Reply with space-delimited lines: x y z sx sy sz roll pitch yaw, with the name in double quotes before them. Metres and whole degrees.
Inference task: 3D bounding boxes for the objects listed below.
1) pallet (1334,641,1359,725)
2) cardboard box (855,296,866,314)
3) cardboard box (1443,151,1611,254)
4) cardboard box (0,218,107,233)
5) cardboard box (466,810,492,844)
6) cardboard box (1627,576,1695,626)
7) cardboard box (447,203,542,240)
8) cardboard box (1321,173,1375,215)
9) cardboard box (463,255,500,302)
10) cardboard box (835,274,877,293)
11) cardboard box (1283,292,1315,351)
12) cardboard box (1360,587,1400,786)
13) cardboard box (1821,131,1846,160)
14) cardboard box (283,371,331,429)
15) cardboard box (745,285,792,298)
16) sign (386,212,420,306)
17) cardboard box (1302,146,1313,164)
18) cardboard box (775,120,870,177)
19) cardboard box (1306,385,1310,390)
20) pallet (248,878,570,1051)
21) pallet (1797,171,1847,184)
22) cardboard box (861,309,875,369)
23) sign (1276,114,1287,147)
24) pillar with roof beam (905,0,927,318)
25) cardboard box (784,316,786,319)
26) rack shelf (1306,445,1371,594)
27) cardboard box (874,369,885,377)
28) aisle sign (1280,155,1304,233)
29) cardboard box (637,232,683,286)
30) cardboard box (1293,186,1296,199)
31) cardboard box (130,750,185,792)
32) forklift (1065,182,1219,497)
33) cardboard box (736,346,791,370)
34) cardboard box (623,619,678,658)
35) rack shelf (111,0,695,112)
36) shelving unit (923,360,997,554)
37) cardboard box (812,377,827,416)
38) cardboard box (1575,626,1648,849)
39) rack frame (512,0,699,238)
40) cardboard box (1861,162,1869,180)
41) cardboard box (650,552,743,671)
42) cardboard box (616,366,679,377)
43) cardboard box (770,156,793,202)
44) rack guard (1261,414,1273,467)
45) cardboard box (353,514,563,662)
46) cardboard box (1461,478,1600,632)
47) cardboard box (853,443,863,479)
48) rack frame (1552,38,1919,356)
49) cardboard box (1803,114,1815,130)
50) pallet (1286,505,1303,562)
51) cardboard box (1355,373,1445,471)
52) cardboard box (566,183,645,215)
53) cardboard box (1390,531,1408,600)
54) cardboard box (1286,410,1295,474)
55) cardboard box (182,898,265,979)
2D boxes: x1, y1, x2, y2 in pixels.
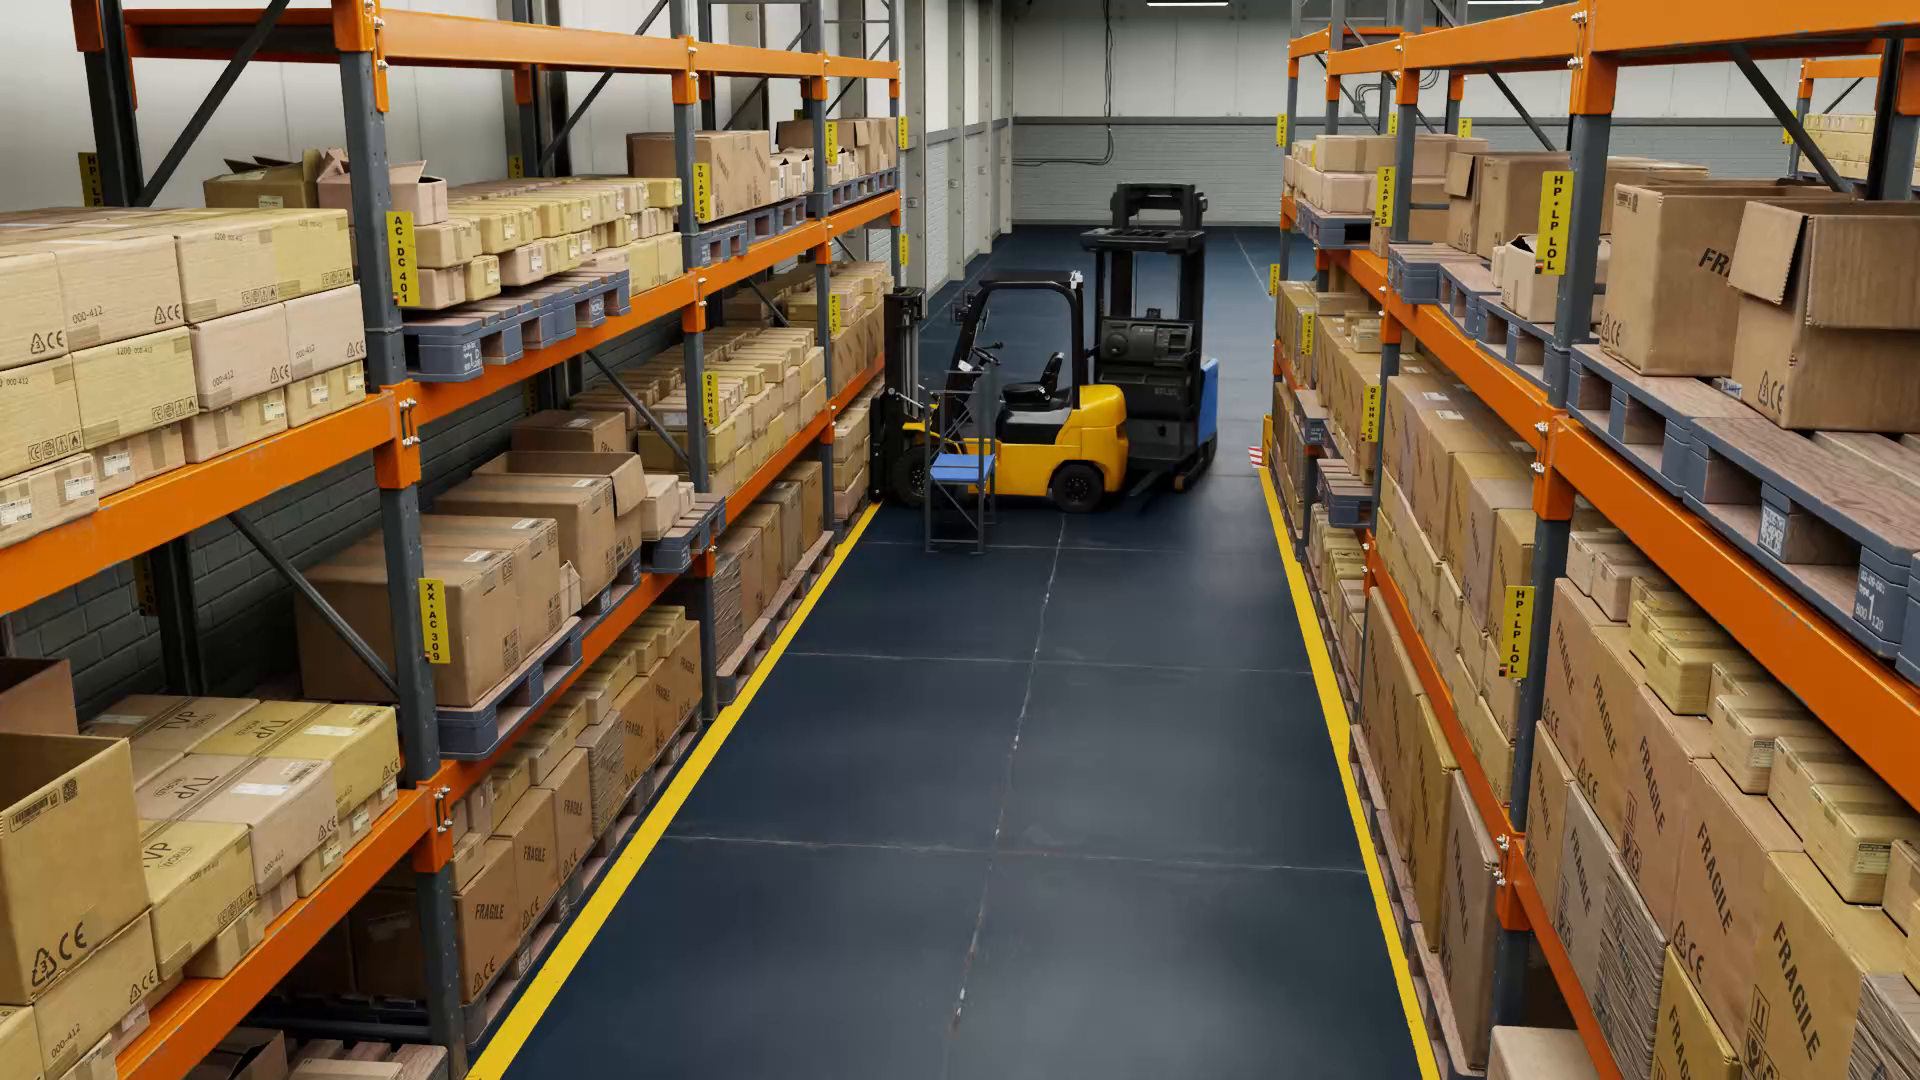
"pallet" 2.987 0.955 10.725 1.003 0.211 1.213 2 15 6
"cardboard box" -1.092 -2.208 15.646 0.380 0.149 0.250 1 15 5
"cardboard box" 3.005 -1.787 8.774 0.797 0.503 0.637 1 15 3
"cardboard box" -2.868 -0.802 4.894 0.500 0.250 0.500 1 15 5
"cardboard box" -2.227 1.235 7.088 0.380 0.149 0.250 1 15 5
"cardboard box" 2.152 0.214 4.775 0.380 0.149 0.250 2 15 6
"cardboard box" -2.014 -1.353 7.089 0.380 0.149 0.250 2 15 7
"cardboard box" 2.793 -2.401 11.533 0.500 0.250 0.500 2 15 6
"cardboard box" -1.994 -1.006 6.373 0.380 0.149 0.250 2 15 7
"cardboard box" -1.008 -2.480 16.084 0.380 0.149 0.250 2 15 7
"cardboard box" 3.359 -2.074 15.823 0.500 0.500 0.500 1 15 5
"cardboard box" 2.737 0.811 9.181 0.875 0.875 0.875 2 15 6
"cardboard box" 8.364 -3.664 15.442 0.500 0.250 0.500 2 15 6
"cardboard box" -2.264 -0.457 5.342 0.380 0.149 0.250 2 15 6
"cardboard box" -1.747 -2.234 15.173 0.380 0.149 0.250 1 15 5
"sign" -1.947 -0.980 5.801 0.100 0.325 0.005 2 15 6
"cardboard box" 3.247 -3.431 14.811 0.380 0.149 0.250 2 15 7
"cardboard box" -1.259 -3.622 15.370 0.797 0.503 0.637 2 15 8
"cardboard box" 3.082 -1.197 13.823 0.380 0.149 0.250 2 15 6
"pallet" -2.432 1.838 7.461 1.003 0.211 1.213 2 15 6
"pallet" 8.656 -3.356 15.750 1.003 0.211 1.213 2 15 6
"cardboard box" -1.098 -1.923 15.837 0.500 0.500 0.500 2 15 7
"sign" 3.261 -4.149 16.838 0.100 0.325 0.005 2 15 6
"pillar with roof beam" 3.525 -8.136 27.511 9.100 9.000 0.400 2 15 6
"cardboard box" -1.780 -2.026 14.974 0.380 0.149 0.250 2 15 7
"rack shelf" 3.123 -0.360 11.624 1.077 0.370 4.000 2 15 6
"cardboard box" -0.875 -1.638 17.520 0.500 0.250 0.500 2 15 8
"aisle sign" 3.499 -3.543 17.039 0.394 0.787 0.004 2 15 6
"cardboard box" -1.852 -1.569 9.258 0.500 0.250 0.500 1 15 4
"cardboard box" 3.435 -3.375 16.132 0.380 0.149 0.250 2 15 8
"cardboard box" -2.860 0.884 5.366 0.500 0.250 0.500 2 15 6
"forklift" 1.801 -2.007 16.470 1.130 2.935 3.031 5 16 19
"cardboard box" -1.483 -1.370 12.546 0.380 0.149 0.250 1 15 5
"cardboard box" -1.839 0.565 9.569 0.380 0.149 0.250 1 15 3
"rack shelf" -2.261 -2.170 7.594 1.077 0.370 4.000 2 15 6
"shelving unit" 0.010 -0.746 14.548 0.538 1.500 1.048 2 15 6
"cardboard box" -1.381 -1.160 13.493 0.500 0.250 0.500 2 15 8
"cardboard box" 2.088 0.565 4.717 0.500 0.500 0.500 1 15 6
"rack frame" -2.035 -3.229 9.366 1.000 3.000 0.127 2 15 6
"cardboard box" 8.202 -3.248 14.668 0.380 0.149 0.250 2 15 7
"cardboard box" -1.951 0.449 11.001 0.875 0.625 0.625 2 15 8
"cardboard box" -2.181 -1.120 11.624 0.380 0.149 0.250 1 15 5
"cardboard box" -1.510 -2.633 12.081 0.500 0.311 0.500 1 15 4
"rack guard" 3.791 -1.037 17.539 1.175 0.500 0.348 2 15 6
"cardboard box" -2.151 0.200 7.181 0.700 0.500 0.500 2 15 7
"cardboard box" 2.298 0.061 6.585 0.500 0.500 0.500 2 15 7
"cardboard box" -1.168 -0.735 15.138 0.500 0.250 0.500 2 15 6
"rack frame" 2.446 -2.047 4.992 1.000 3.000 0.127 2 15 6
"cardboard box" 8.376 -4.029 16.027 0.380 0.149 0.250 2 15 7
"pallet" 3.389 -0.055 14.460 1.003 0.211 1.213 2 15 6
"cardboard box" 2.672 -0.709 9.971 0.500 0.500 0.500 1 15 5
"cardboard box" -1.894 -1.812 8.823 0.380 0.149 0.250 1 15 4
"cardboard box" 2.552 0.137 8.695 0.500 0.250 0.500 1 15 5
"cardboard box" 3.261 -0.889 15.229 0.500 0.500 0.500 3 15 9
"cardboard box" -2.342 1.186 5.011 0.380 0.149 0.250 1 15 5
